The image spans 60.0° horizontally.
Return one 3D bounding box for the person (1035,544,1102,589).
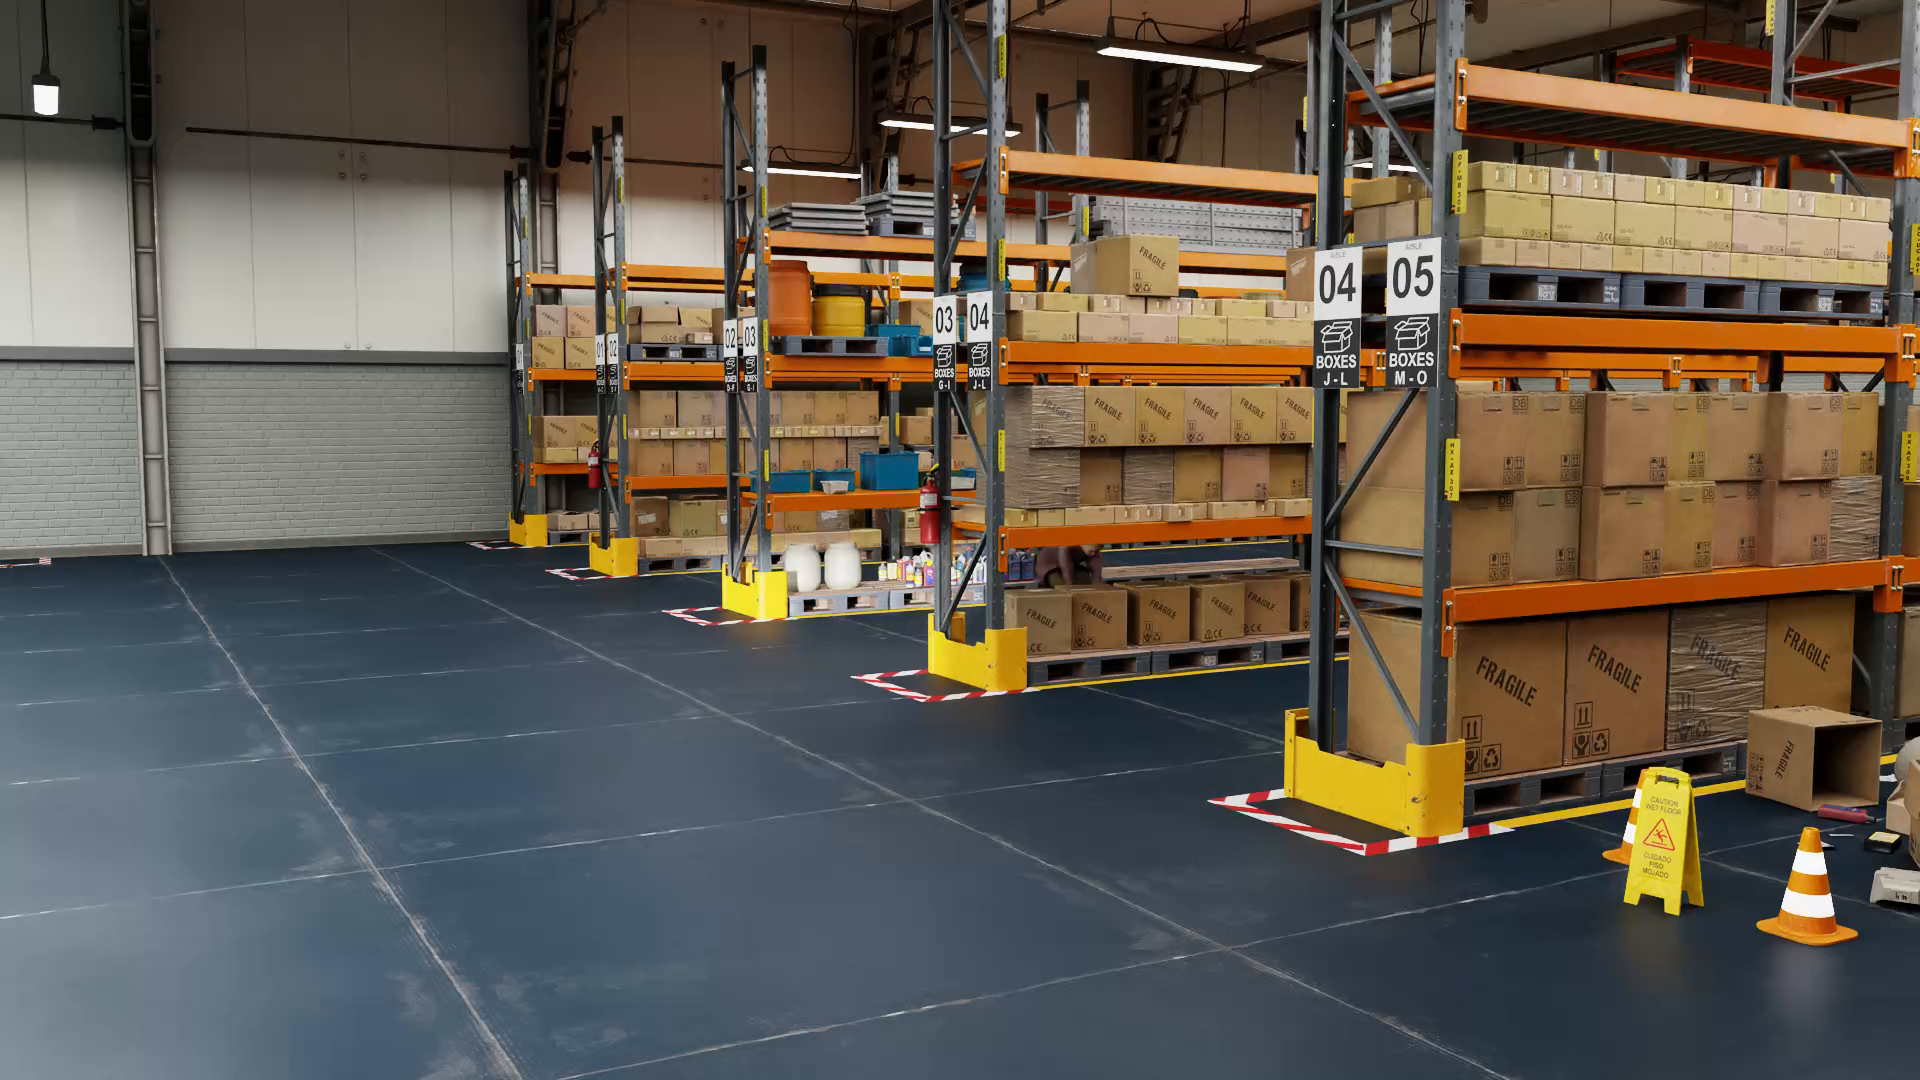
[{"bbox_3d":[1.137,0.394,17.084,0.585,1.011,0.910,-3,6,-30],"label":"person"}]
